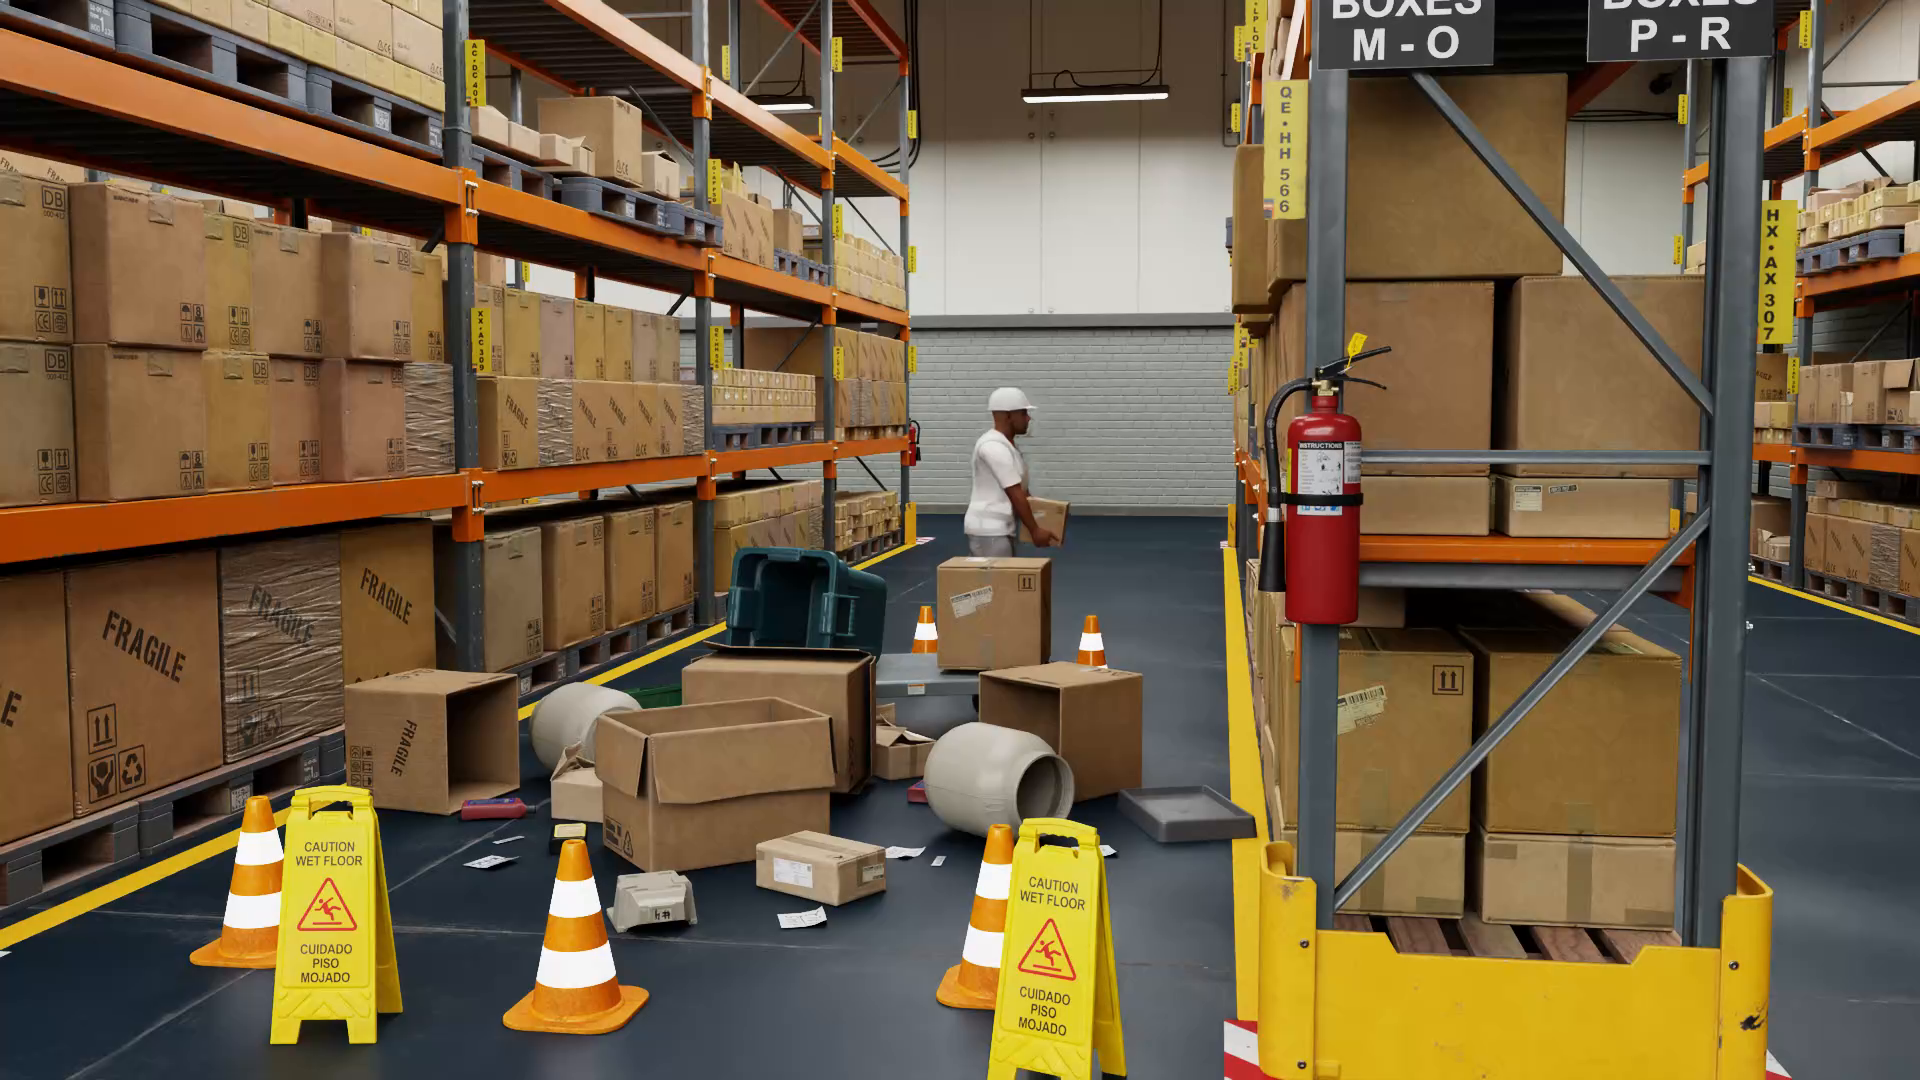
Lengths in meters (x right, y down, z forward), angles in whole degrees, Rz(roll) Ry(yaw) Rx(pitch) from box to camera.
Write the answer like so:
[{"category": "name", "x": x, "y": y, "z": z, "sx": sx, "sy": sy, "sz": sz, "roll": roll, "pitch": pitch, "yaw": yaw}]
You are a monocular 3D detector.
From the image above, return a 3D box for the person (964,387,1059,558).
[{"category": "person", "x": 0.315, "y": -0.026, "z": 9.887, "sx": 0.577, "sy": 1.755, "sz": 0.505, "roll": 1, "pitch": 4, "yaw": 8}]
